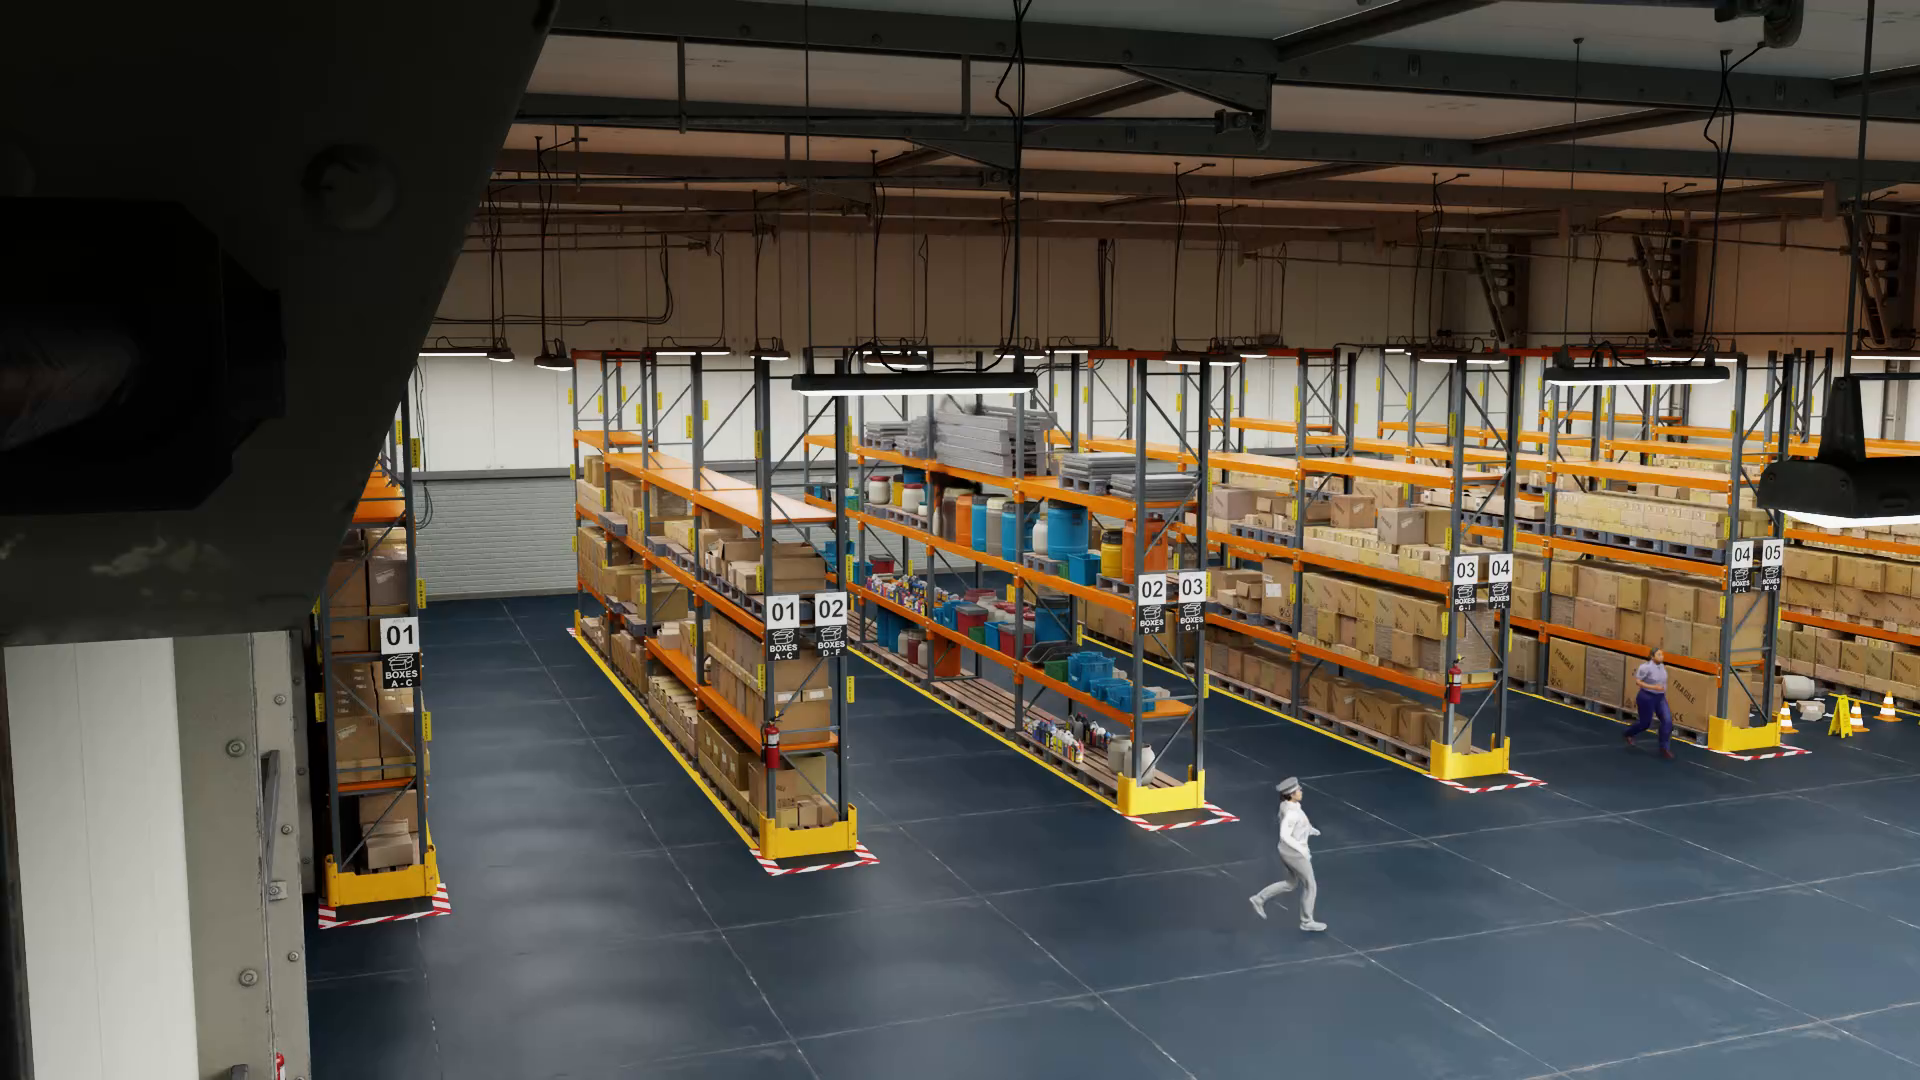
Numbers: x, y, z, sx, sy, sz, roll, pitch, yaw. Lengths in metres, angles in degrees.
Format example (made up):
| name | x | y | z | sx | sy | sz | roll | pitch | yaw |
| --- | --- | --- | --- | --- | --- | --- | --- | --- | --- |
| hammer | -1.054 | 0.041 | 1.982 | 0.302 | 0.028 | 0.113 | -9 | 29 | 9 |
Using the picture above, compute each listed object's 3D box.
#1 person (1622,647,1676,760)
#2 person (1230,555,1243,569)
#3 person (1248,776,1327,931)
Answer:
| name | x | y | z | sx | sy | sz | roll | pitch | yaw |
| --- | --- | --- | --- | --- | --- | --- | --- | --- | --- |
| person | 10.400 | 2.421 | 25.048 | 0.637 | 1.662 | 0.890 | -3 | 8 | -24 |
| person | 6.880 | 0.313 | 41.460 | 0.633 | 1.714 | 0.670 | 3 | 8 | 26 |
| person | 3.494 | 3.320 | 17.607 | 0.823 | 1.665 | 0.626 | 0 | 7 | -2 |
